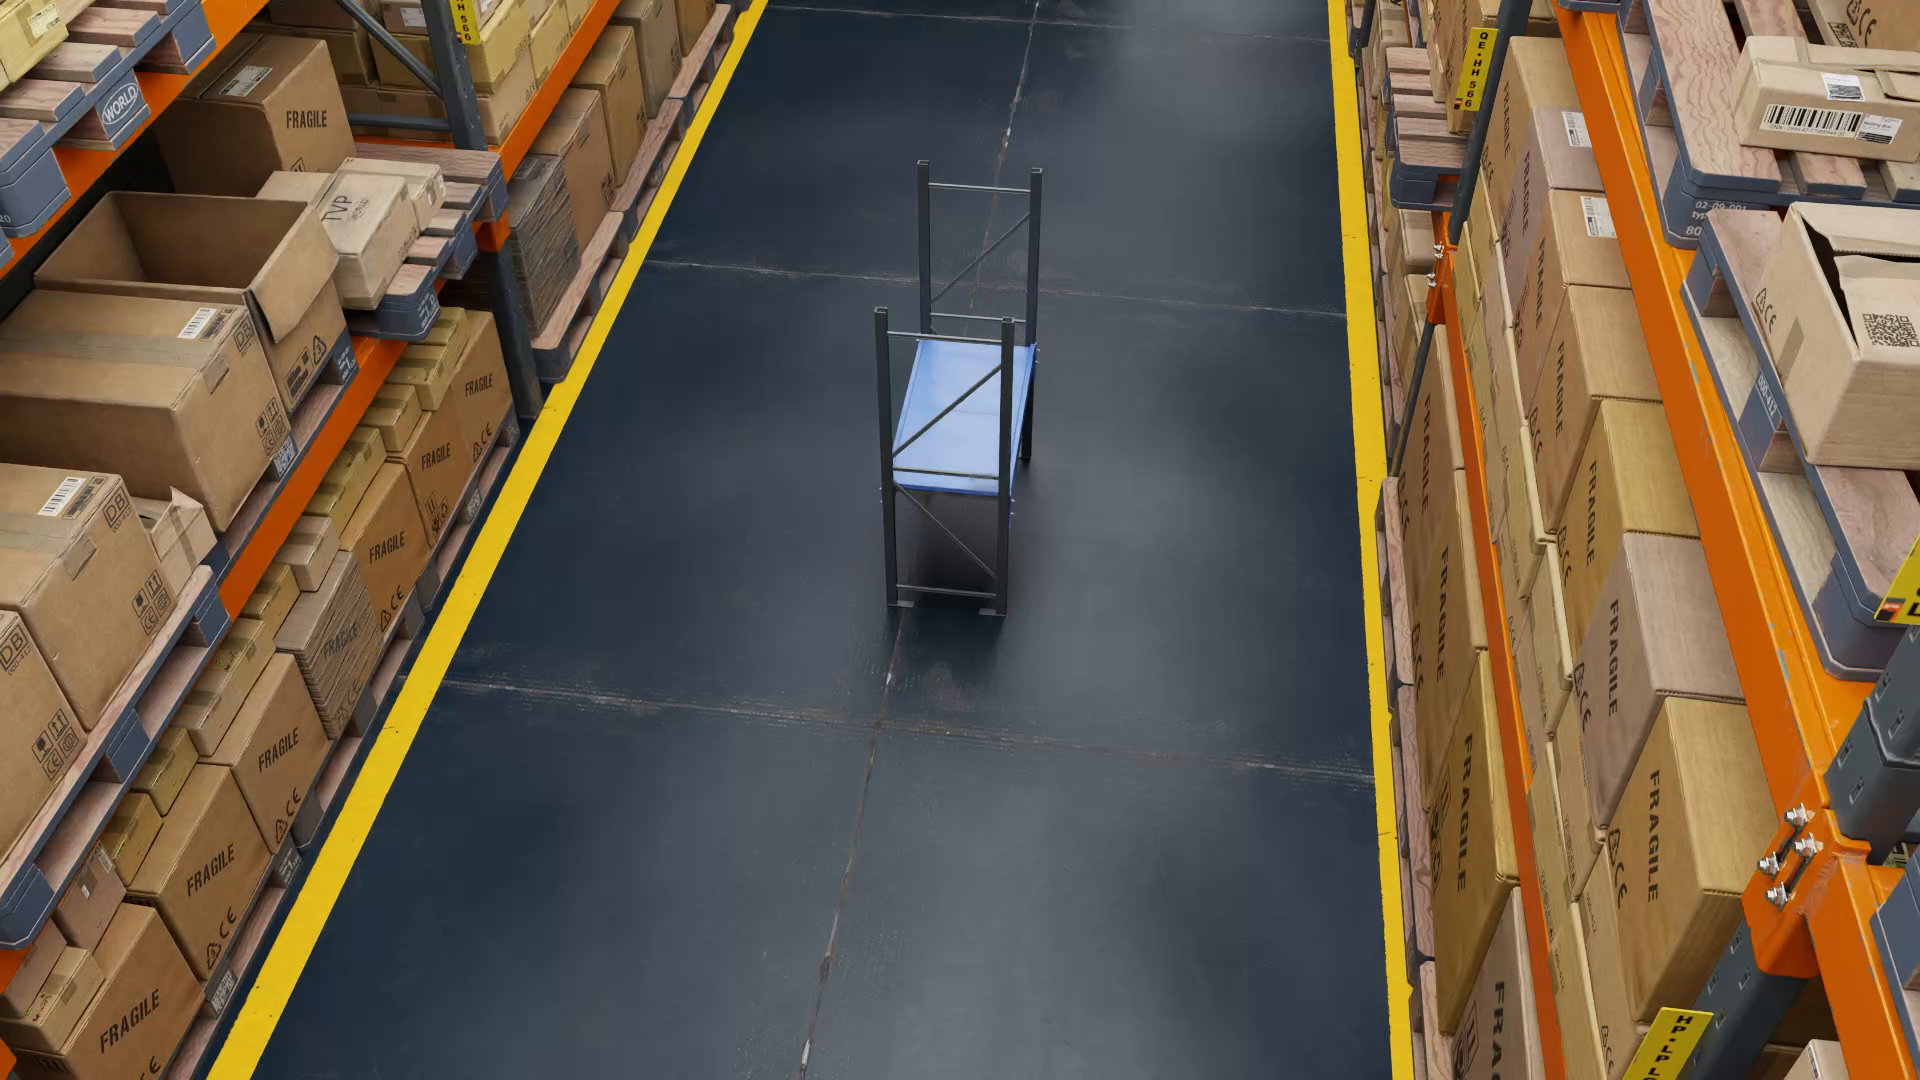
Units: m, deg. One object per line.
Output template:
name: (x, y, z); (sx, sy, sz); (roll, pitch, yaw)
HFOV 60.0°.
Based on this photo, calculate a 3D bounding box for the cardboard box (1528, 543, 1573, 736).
cardboard box: (1.844, 0.291, 4.507); (0.500, 0.250, 0.500); (6, 44, 7)

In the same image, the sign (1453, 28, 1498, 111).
sign: (1.895, -1.725, 6.106); (0.100, 0.325, 0.005); (5, 44, 6)

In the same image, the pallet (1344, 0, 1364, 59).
pallet: (3.017, -3.465, 10.756); (1.003, 0.211, 1.213); (5, 44, 6)

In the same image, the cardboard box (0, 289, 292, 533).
cardboard box: (-2.557, -0.399, 5.112); (0.700, 0.500, 0.500); (5, 44, 5)

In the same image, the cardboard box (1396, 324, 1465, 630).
cardboard box: (2.261, -0.209, 6.528); (0.875, 0.875, 0.875); (5, 44, 5)

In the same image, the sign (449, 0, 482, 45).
sign: (-1.947, -2.088, 6.489); (0.100, 0.325, 0.005); (5, 44, 6)

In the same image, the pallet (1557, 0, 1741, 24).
pallet: (2.402, -1.868, 4.997); (1.213, 0.211, 1.003); (7, 44, 7)

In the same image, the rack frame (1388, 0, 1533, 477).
rack frame: (2.434, -1.291, 6.432); (1.000, 3.000, 0.127); (5, 44, 6)

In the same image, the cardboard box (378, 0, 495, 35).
cardboard box: (-2.152, -2.202, 6.849); (0.380, 0.149, 0.250); (6, 44, 7)

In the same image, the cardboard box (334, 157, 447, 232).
cardboard box: (-2.193, -1.318, 6.338); (0.380, 0.149, 0.250); (6, 44, 6)

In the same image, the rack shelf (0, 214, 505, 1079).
rack shelf: (-2.751, -0.115, 5.713); (1.077, 0.370, 4.000); (5, 44, 6)

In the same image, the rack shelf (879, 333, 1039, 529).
rack shelf: (0.011, -0.472, 6.919); (0.538, 0.185, 1.000); (5, 44, 6)

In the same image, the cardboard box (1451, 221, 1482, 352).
cardboard box: (2.120, -0.926, 6.155); (0.500, 0.250, 0.500); (5, 44, 5)

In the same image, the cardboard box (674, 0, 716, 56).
cardboard box: (-2.015, -3.399, 10.080); (0.875, 0.625, 0.625); (7, 44, 7)

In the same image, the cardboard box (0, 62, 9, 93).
cardboard box: (-2.449, -1.064, 3.815); (0.380, 0.149, 0.250); (5, 44, 5)

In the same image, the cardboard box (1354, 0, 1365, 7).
cardboard box: (2.775, -3.598, 10.563); (0.500, 0.250, 0.500); (7, 44, 7)

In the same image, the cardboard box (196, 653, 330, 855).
cardboard box: (-2.597, 0.729, 5.811); (0.500, 0.500, 0.500); (4, 44, 4)

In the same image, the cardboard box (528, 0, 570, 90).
cardboard box: (-2.114, -2.307, 7.614); (0.500, 0.250, 0.500); (4, 44, 5)

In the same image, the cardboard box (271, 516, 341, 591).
cardboard box: (-2.504, 0.041, 6.066); (0.380, 0.149, 0.250); (3, 44, 4)

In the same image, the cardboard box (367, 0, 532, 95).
cardboard box: (-2.161, -2.144, 7.079); (0.500, 0.250, 0.500); (5, 44, 5)

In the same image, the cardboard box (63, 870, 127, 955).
cardboard box: (-2.744, 1.090, 4.958); (0.380, 0.149, 0.250); (4, 44, 4)

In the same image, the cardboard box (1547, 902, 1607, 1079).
cardboard box: (1.715, 1.161, 3.951); (0.500, 0.250, 0.500); (4, 44, 5)

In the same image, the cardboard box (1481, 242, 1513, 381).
cardboard box: (2.053, -0.743, 5.598); (0.500, 0.250, 0.500); (6, 44, 7)

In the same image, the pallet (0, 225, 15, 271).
pallet: (-2.859, -0.472, 3.522); (1.213, 0.211, 1.003); (5, 44, 6)

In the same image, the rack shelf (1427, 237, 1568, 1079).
rack shelf: (2.170, 0.334, 5.239); (1.077, 0.370, 4.000); (5, 44, 6)

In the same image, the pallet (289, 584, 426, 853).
pallet: (-2.786, 0.608, 6.455); (1.003, 0.211, 1.213); (5, 44, 6)

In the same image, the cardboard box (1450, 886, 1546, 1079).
cardboard box: (1.908, 1.625, 4.593); (0.875, 0.875, 0.875); (6, 44, 7)

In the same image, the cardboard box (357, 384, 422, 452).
cardboard box: (-2.384, -0.496, 6.633); (0.380, 0.149, 0.250); (4, 44, 4)

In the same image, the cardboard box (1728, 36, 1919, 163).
cardboard box: (2.007, -1.024, 3.832); (0.380, 0.166, 0.250); (9, 44, 9)

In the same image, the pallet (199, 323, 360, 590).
pallet: (-2.739, -0.344, 5.571); (1.003, 0.211, 1.213); (5, 44, 6)

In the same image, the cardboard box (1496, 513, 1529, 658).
cardboard box: (1.933, 0.120, 5.051); (0.500, 0.250, 0.500); (5, 44, 6)

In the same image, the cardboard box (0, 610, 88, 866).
cardboard box: (-2.729, 0.489, 4.174); (0.700, 0.500, 0.500); (6, 44, 7)

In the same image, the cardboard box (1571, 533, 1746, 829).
cardboard box: (1.777, 0.355, 3.893); (0.500, 0.500, 0.500); (6, 44, 6)

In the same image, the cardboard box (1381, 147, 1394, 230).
cardboard box: (2.714, -1.893, 8.674); (0.950, 0.372, 0.625); (7, 44, 7)

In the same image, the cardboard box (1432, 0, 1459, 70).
cardboard box: (2.276, -2.276, 6.878); (0.500, 0.500, 0.500); (5, 44, 5)

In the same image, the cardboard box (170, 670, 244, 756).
cardboard box: (-2.629, 0.559, 5.518); (0.380, 0.149, 0.250); (5, 44, 5)

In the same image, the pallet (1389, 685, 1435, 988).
pallet: (2.092, 1.081, 5.954); (1.003, 0.211, 1.213); (5, 44, 6)

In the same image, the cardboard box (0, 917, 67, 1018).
cardboard box: (-2.764, 1.172, 4.655); (0.380, 0.149, 0.250); (5, 44, 5)

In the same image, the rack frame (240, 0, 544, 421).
rack frame: (-2.486, -1.739, 6.905); (1.000, 3.000, 0.127); (5, 44, 6)

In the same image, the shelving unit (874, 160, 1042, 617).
shelving unit: (0.011, -0.603, 6.796); (0.538, 1.500, 1.048); (5, 44, 6)

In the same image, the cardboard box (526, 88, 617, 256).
cardboard box: (-2.312, -1.899, 8.496); (0.875, 0.625, 0.625); (7, 44, 7)

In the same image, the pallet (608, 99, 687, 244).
pallet: (-2.175, -2.113, 9.328); (1.003, 0.211, 1.213); (5, 44, 6)

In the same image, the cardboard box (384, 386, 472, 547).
cardboard box: (-2.406, -0.336, 6.936); (0.500, 0.500, 0.500); (5, 44, 5)

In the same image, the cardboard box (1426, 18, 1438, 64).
cardboard box: (2.238, -2.133, 7.198); (0.380, 0.149, 0.250); (3, 44, 4)

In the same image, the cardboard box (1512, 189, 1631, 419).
cardboard box: (1.987, -0.686, 4.993); (0.500, 0.500, 0.500); (6, 44, 7)

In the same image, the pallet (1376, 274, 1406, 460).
pallet: (2.539, -0.811, 7.953); (1.003, 0.211, 1.213); (5, 44, 6)
